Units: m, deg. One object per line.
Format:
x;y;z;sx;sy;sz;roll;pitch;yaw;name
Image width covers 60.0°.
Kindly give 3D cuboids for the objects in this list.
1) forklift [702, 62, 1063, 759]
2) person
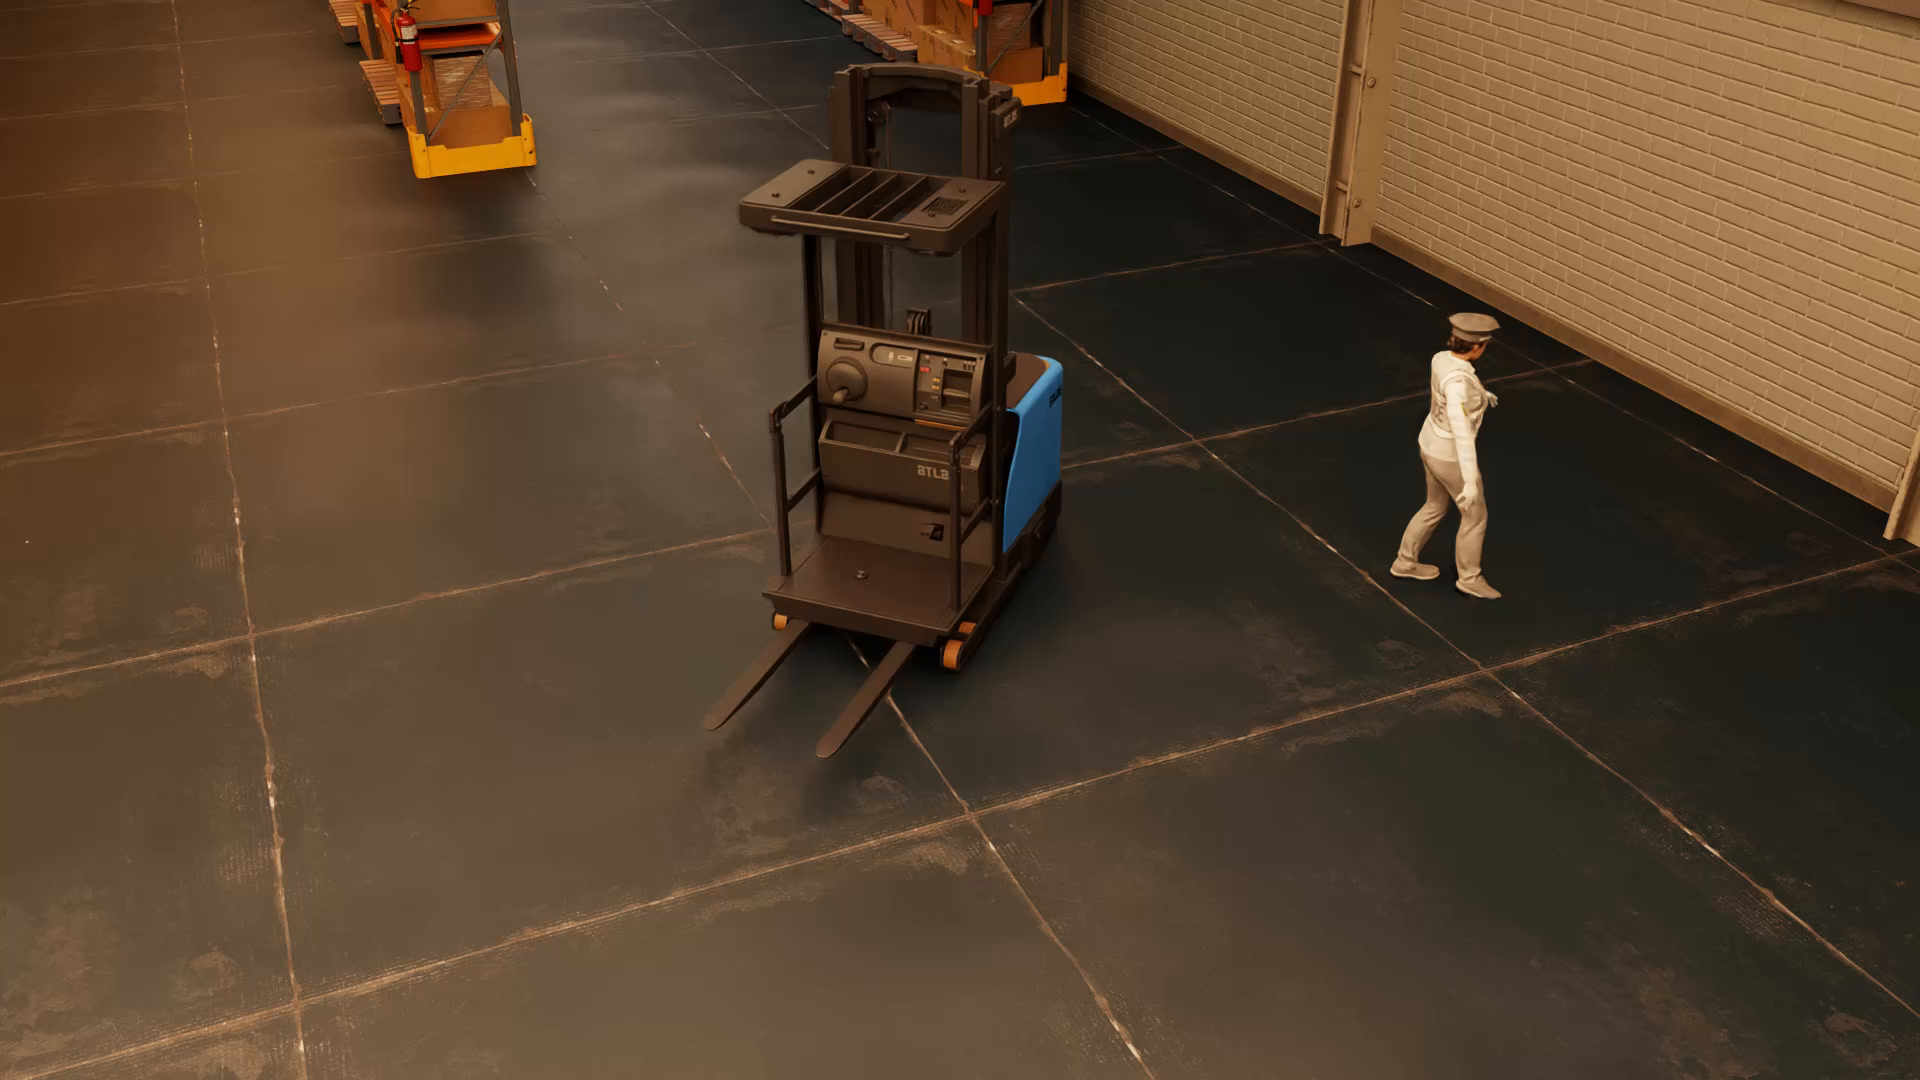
-0.388;-0.812;8.539;1.130;2.935;3.031;11;32;18;forklift
2.814;-0.441;9.242;0.610;1.686;0.915;1;30;1;person
